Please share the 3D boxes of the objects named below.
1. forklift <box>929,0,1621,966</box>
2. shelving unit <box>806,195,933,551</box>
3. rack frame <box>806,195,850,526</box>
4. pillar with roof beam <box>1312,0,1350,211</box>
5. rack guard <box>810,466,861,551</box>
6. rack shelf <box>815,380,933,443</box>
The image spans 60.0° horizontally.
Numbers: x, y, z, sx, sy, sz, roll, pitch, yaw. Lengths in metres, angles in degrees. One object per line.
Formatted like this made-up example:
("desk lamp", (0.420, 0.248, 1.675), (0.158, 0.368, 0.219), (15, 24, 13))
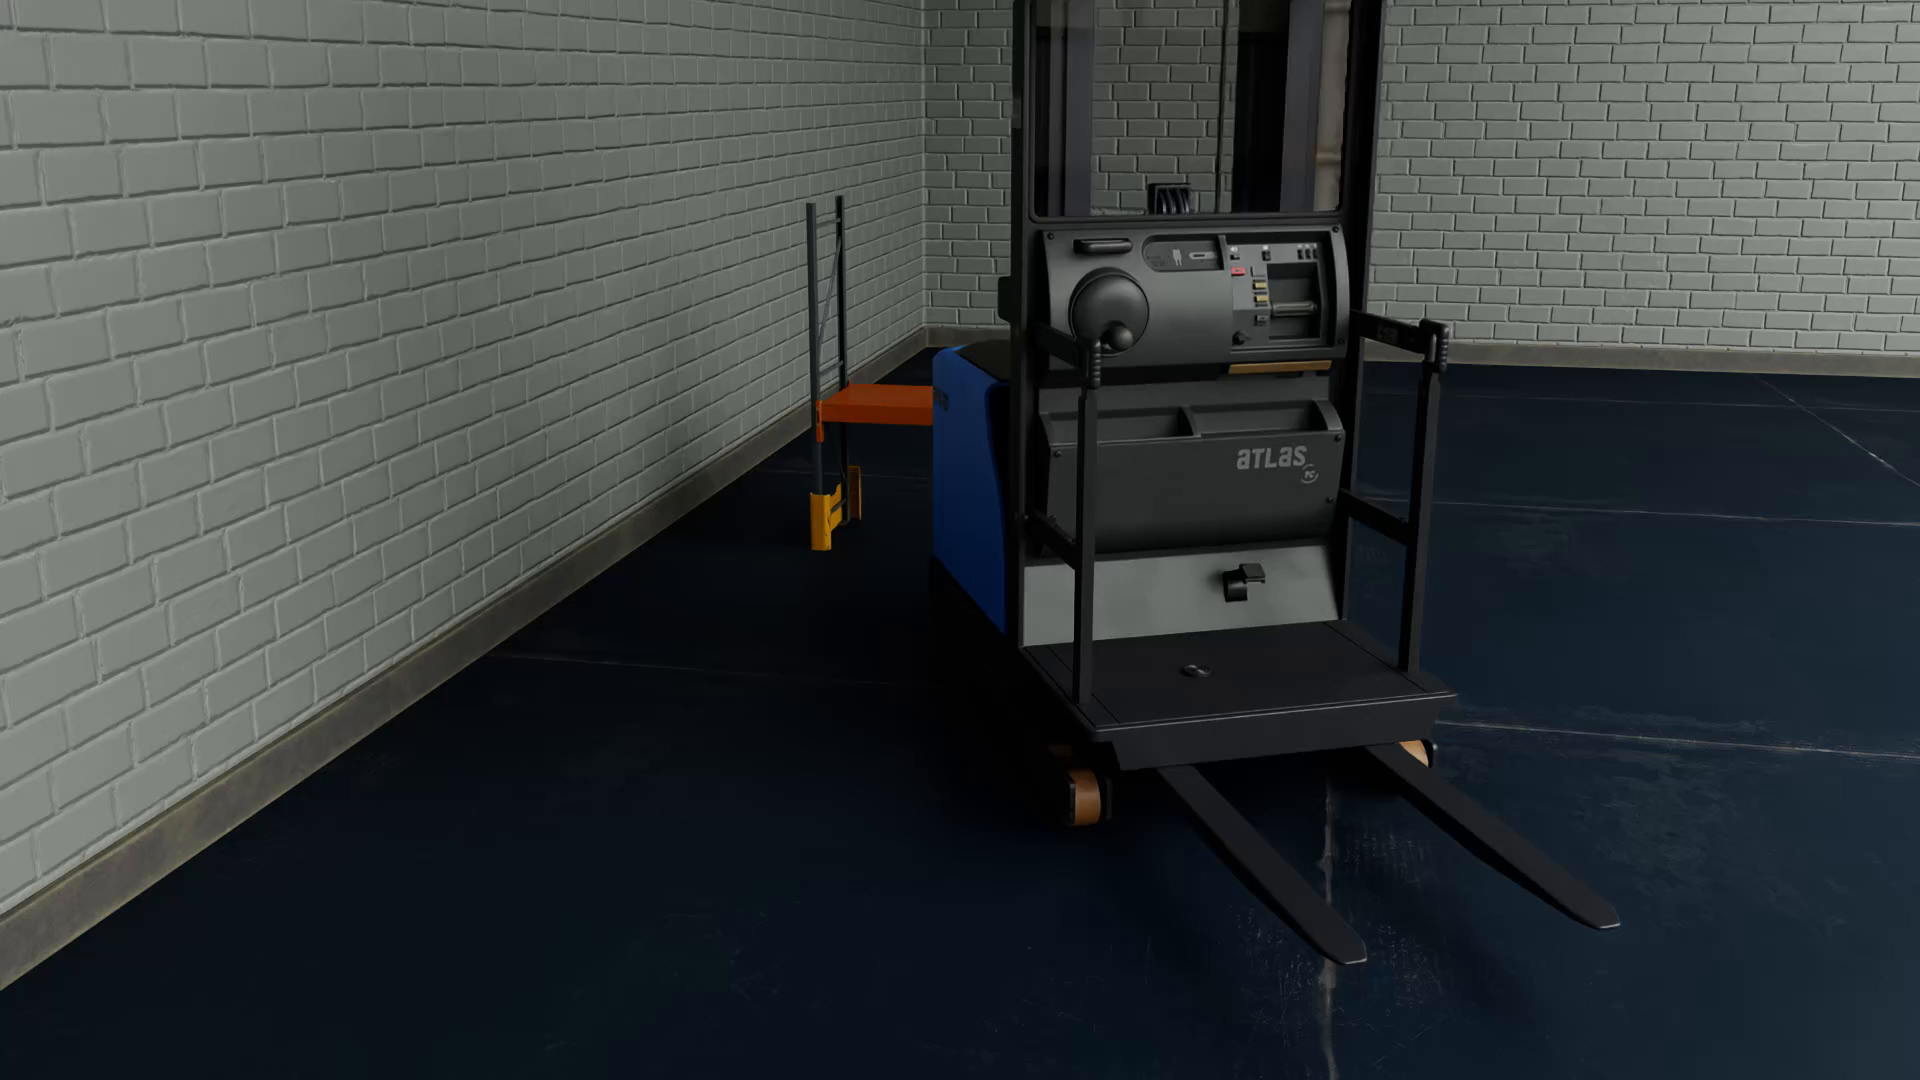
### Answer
("forklift", (0.746, -0.727, 4.628), (1.130, 2.935, 3.031), (-4, 16, -14))
("shelving unit", (-0.075, -0.727, 7.306), (1.083, 1.500, 0.587), (3, 16, 11))
("rack frame", (-0.582, -0.754, 7.406), (0.032, 1.500, 0.500), (3, 16, 11))
("pillar with roof beam", (1.768, -4.519, 6.949), (0.400, 9.000, 9.100), (3, 16, 11))
("rack guard", (-0.563, -0.151, 7.569), (0.087, 0.250, 0.587), (3, 16, 11))
("rack shelf", (-0.084, -0.554, 7.356), (1.000, 0.185, 0.538), (3, 16, 11))
